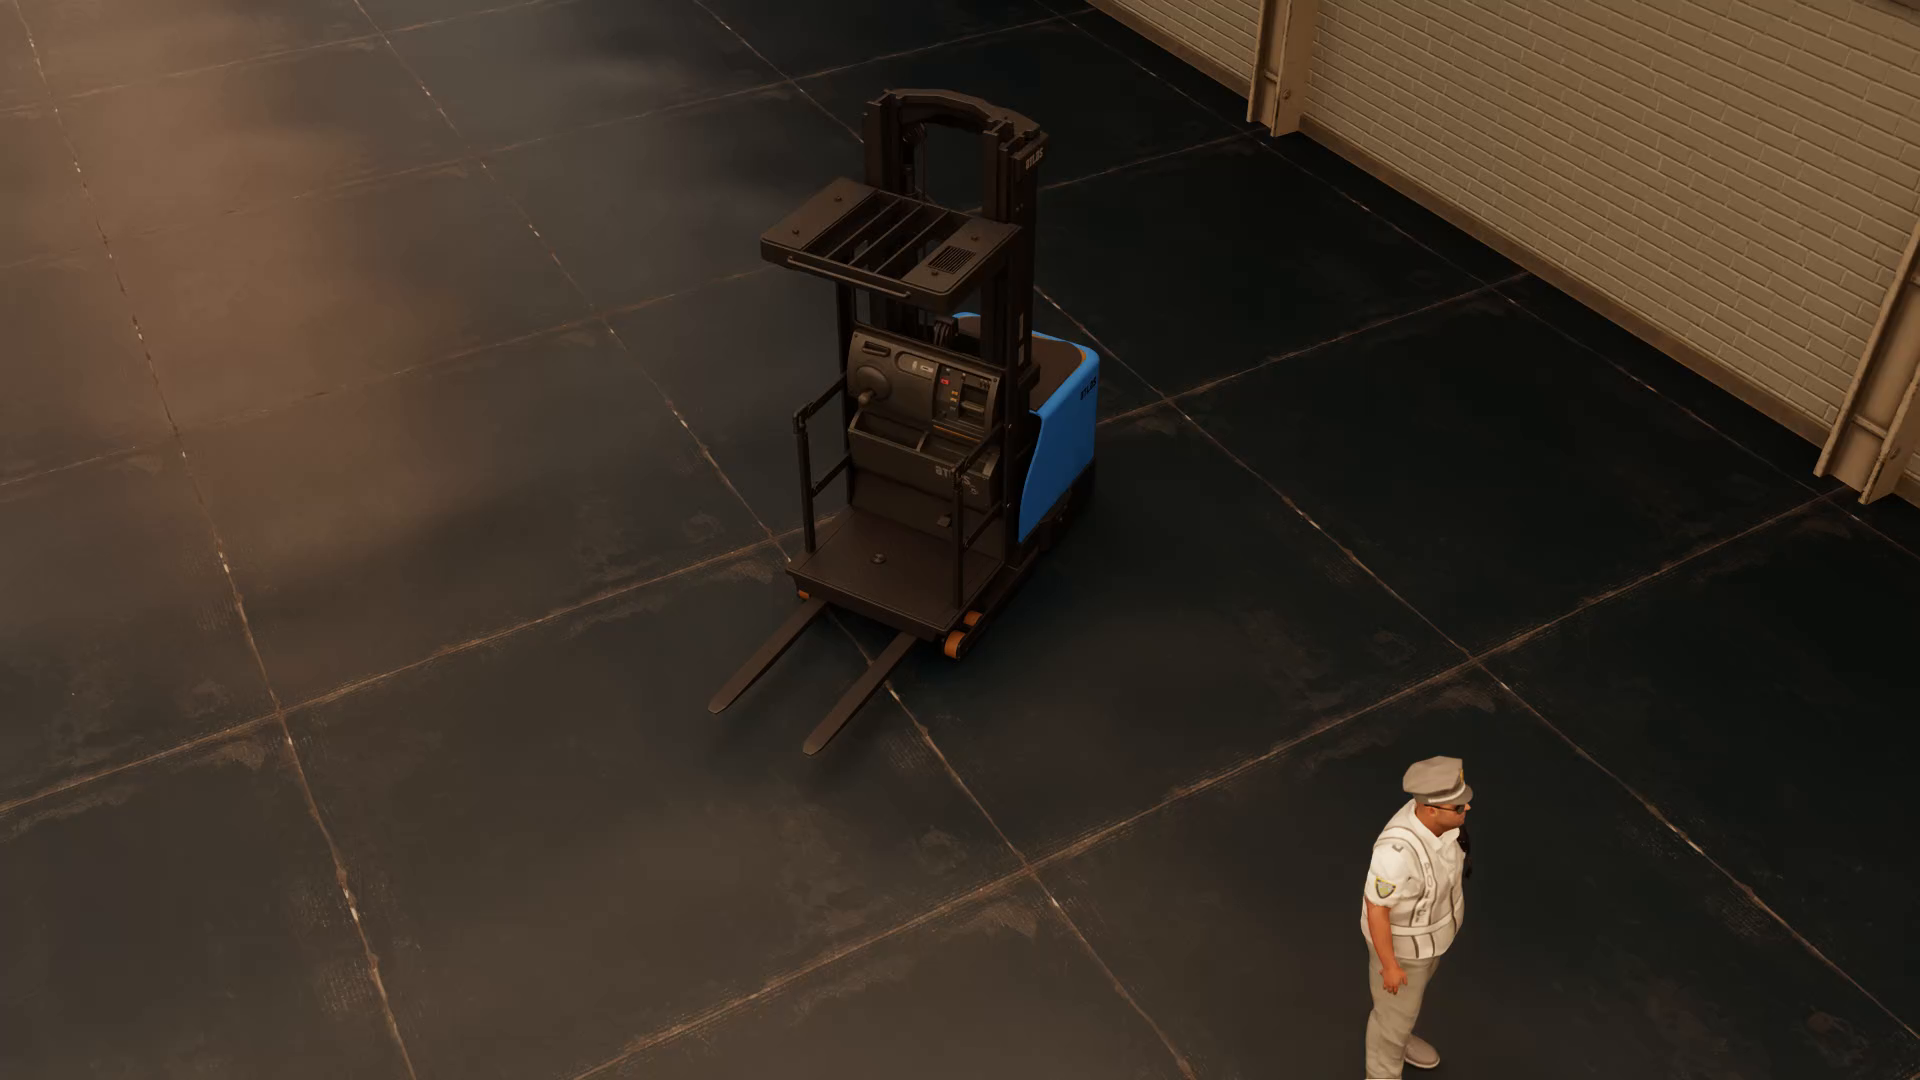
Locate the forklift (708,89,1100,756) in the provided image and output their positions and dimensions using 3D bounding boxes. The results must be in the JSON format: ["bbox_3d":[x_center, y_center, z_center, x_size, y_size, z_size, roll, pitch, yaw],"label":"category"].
[{"bbox_3d":[-0.310,-0.782,8.979,1.130,2.935,3.031,20,44,22],"label":"forklift"}]

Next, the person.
[{"bbox_3d":[1.960,1.644,6.941,0.575,1.781,0.639,26,46,28],"label":"person"}]
